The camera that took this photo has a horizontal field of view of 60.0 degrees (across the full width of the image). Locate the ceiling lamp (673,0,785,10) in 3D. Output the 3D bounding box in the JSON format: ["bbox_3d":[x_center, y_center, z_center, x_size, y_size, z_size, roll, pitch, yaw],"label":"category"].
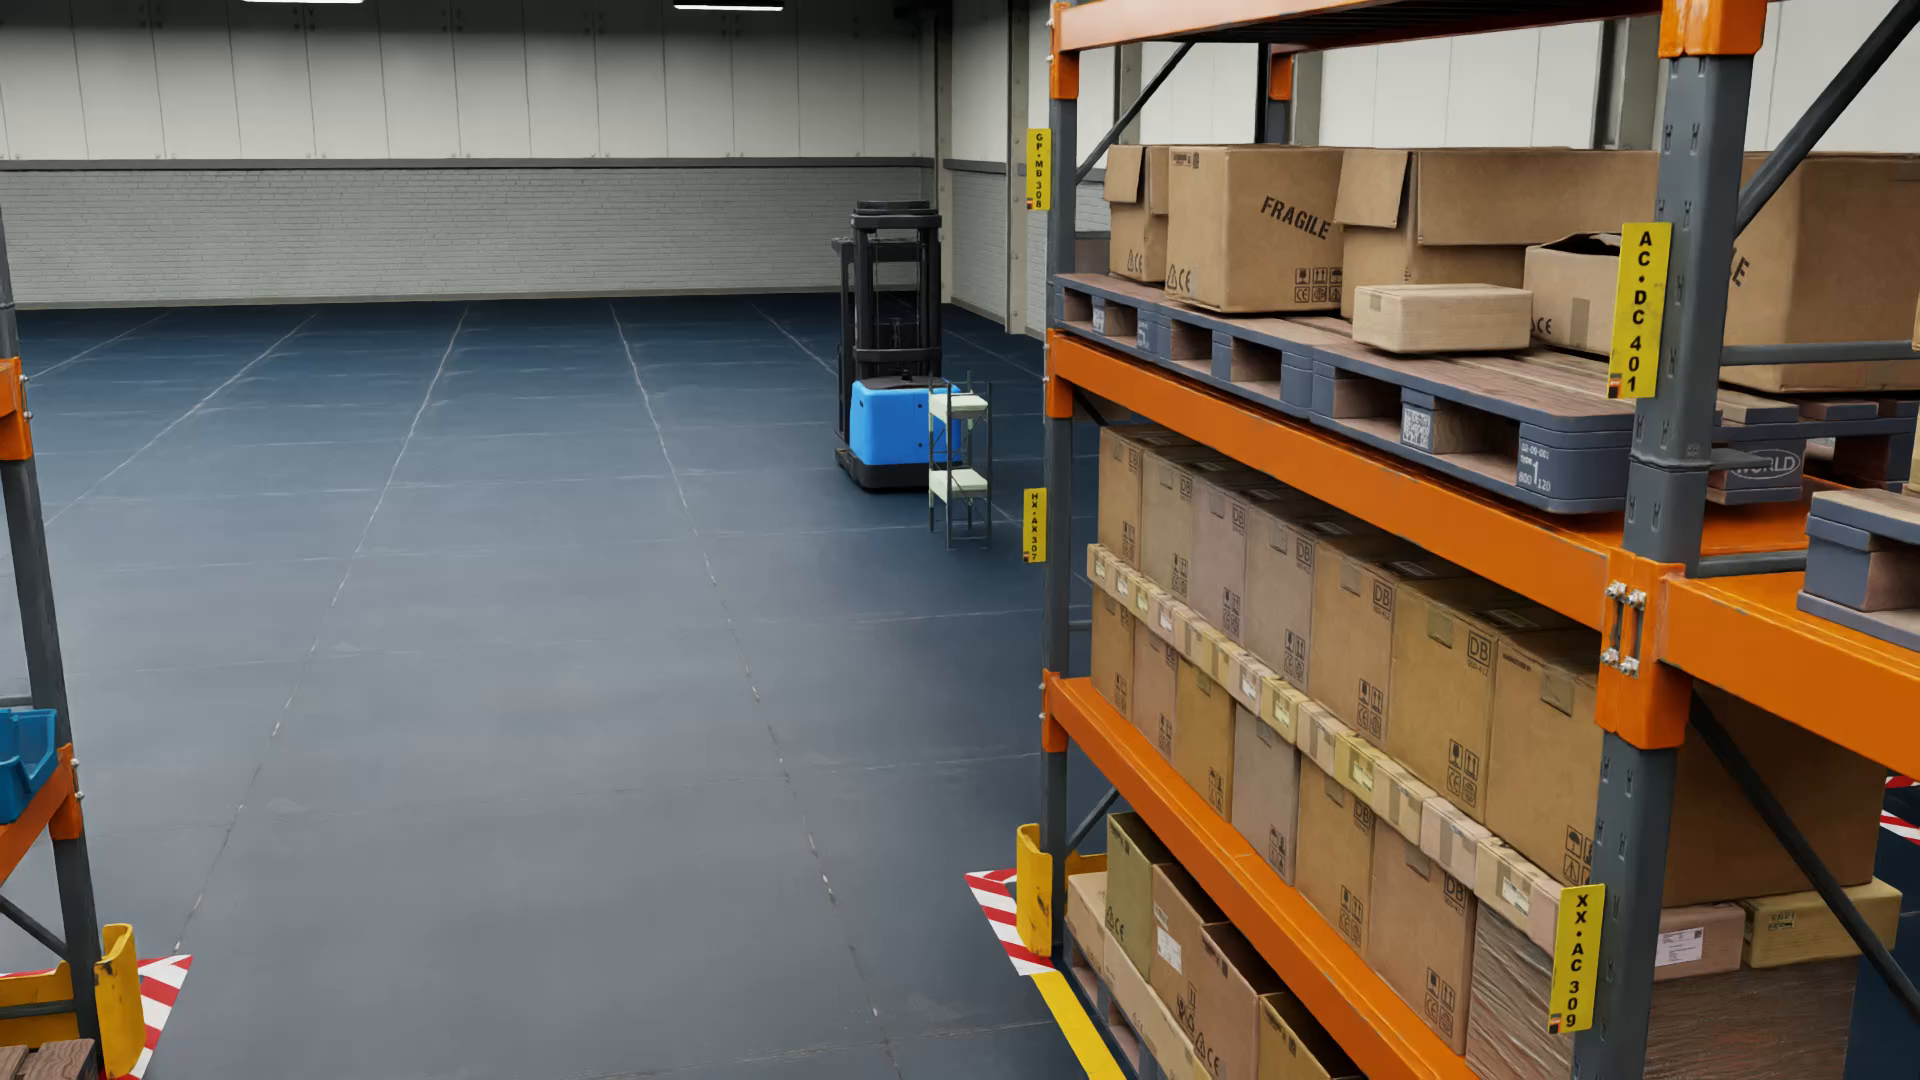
[{"bbox_3d":[-4.276,-11.300,30.243,2.000,3.185,0.800,-3,14,-13],"label":"ceiling lamp"}]

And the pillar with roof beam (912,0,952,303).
[{"bbox_3d":[-4.546,-9.393,34.734,9.100,9.000,0.548,-3,14,-13],"label":"pillar with roof beam"}]

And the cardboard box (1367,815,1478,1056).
[{"bbox_3d":[1.564,1.017,4.556,0.700,0.500,0.500,-3,14,-14],"label":"cardboard box"}]

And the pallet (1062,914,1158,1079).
[{"bbox_3d":[1.085,1.895,7.049,1.003,0.211,1.213,-3,14,-13],"label":"pallet"}]

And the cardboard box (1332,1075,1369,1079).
[{"bbox_3d":[1.377,1.846,4.704,0.500,0.500,0.500,-3,14,-13],"label":"cardboard box"}]

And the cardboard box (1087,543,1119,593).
[{"bbox_3d":[0.747,0.105,6.922,0.380,0.149,0.250,-3,14,-14],"label":"cardboard box"}]

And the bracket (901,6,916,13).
[{"bbox_3d":[-1.222,-11.867,37.280,0.076,0.066,3.189,-3,14,-13],"label":"bracket"}]

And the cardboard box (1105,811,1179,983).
[{"bbox_3d":[0.894,1.385,6.589,0.500,0.500,0.500,-3,14,-13],"label":"cardboard box"}]

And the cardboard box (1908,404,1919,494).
[{"bbox_3d":[1.939,-0.157,2.681,0.500,0.250,0.500,-2,14,-7],"label":"cardboard box"}]

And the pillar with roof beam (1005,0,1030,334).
[{"bbox_3d":[-3.137,-8.008,29.068,9.100,9.000,0.400,-3,14,-13],"label":"pillar with roof beam"}]

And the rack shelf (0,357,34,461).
[{"bbox_3d":[-3.481,-0.005,4.145,1.077,0.370,4.000,-3,14,-13],"label":"rack shelf"}]

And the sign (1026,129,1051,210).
[{"bbox_3d":[0.324,-1.524,6.840,0.100,0.325,0.005,-3,14,-13],"label":"sign"}]

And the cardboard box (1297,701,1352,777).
[{"bbox_3d":[1.235,0.582,4.972,0.380,0.149,0.250,-3,14,-12],"label":"cardboard box"}]

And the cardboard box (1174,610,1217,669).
[{"bbox_3d":[0.991,0.343,5.947,0.380,0.149,0.250,-4,14,-15],"label":"cardboard box"}]

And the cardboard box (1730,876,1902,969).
[{"bbox_3d":[1.929,0.853,3.862,0.380,0.149,0.250,-3,14,-13],"label":"cardboard box"}]

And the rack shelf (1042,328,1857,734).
[{"bbox_3d":[1.334,-0.280,5.271,1.077,0.370,4.000,-3,14,-13],"label":"rack shelf"}]

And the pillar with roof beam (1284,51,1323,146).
[{"bbox_3d":[-0.319,-5.240,17.737,9.100,9.000,0.400,-3,14,-13],"label":"pillar with roof beam"}]

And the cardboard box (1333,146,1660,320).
[{"bbox_3d":[1.540,-0.877,4.802,0.797,0.503,0.637,-2,14,-7],"label":"cardboard box"}]

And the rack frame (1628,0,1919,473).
[{"bbox_3d":[1.804,-1.625,2.941,1.000,3.000,0.127,-3,14,-13],"label":"rack frame"}]

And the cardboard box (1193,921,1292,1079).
[{"bbox_3d":[1.124,1.616,5.644,0.500,0.500,0.500,-3,14,-13],"label":"cardboard box"}]

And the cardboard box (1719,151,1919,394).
[{"bbox_3d":[1.942,-0.620,3.755,0.500,0.500,0.500,-2,14,-9],"label":"cardboard box"}]

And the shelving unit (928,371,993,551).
[{"bbox_3d":[-0.002,-0.730,15.078,0.431,1.500,0.755,-3,14,-13],"label":"shelving unit"}]

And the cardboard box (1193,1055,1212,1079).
[{"bbox_3d":[1.125,1.980,5.733,0.500,0.250,0.500,-3,14,-13],"label":"cardboard box"}]

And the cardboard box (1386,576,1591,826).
[{"bbox_3d":[1.574,0.392,4.382,0.700,0.500,0.500,-3,14,-13],"label":"cardboard box"}]

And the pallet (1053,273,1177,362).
[{"bbox_3d":[1.006,-0.883,6.411,1.003,0.211,1.213,-3,14,-13],"label":"pallet"}]

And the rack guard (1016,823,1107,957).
[{"bbox_3d":[0.859,1.575,7.750,1.175,0.500,0.348,-3,14,-13],"label":"rack guard"}]

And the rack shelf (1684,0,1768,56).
[{"bbox_3d":[2.274,-0.620,1.186,1.077,0.370,4.000,-3,14,-13],"label":"rack shelf"}]

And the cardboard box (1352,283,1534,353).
[{"bbox_3d":[1.255,-0.581,4.337,0.380,0.149,0.250,-3,14,-13],"label":"cardboard box"}]

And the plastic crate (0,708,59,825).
[{"bbox_3d":[-3.543,0.813,5.917,0.499,0.251,0.616,-3,14,-13],"label":"plastic crate"}]

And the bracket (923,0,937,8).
[{"bbox_3d":[-0.609,-11.266,34.816,0.235,0.232,0.430,-3,14,-13],"label":"bracket"}]

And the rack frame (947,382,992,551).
[{"bbox_3d":[0.084,-0.646,14.733,0.400,1.500,0.023,-3,14,-13],"label":"rack frame"}]

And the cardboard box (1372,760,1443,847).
[{"bbox_3d":[1.349,0.697,4.501,0.380,0.149,0.250,-3,14,-13],"label":"cardboard box"}]

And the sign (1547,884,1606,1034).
[{"bbox_3d":[1.265,0.861,3.413,0.100,0.325,0.005,-3,14,-13],"label":"sign"}]

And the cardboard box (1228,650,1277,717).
[{"bbox_3d":[1.108,0.460,5.470,0.380,0.149,0.250,-3,14,-13],"label":"cardboard box"}]

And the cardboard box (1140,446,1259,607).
[{"bbox_3d":[1.103,-0.071,6.275,0.700,0.500,0.500,-4,14,-15],"label":"cardboard box"}]

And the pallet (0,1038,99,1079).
[{"bbox_3d":[-3.702,2.199,5.805,1.003,0.211,1.213,-3,14,-13],"label":"pallet"}]

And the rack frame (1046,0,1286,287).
[{"bbox_3d":[0.865,-2.548,6.718,1.000,3.000,0.127,-3,14,-13],"label":"rack frame"}]

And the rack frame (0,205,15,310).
[{"bbox_3d":[-3.951,-2.273,5.592,1.000,3.000,0.127,-3,14,-13],"label":"rack frame"}]

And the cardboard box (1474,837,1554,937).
[{"bbox_3d":[1.476,0.817,4.006,0.380,0.149,0.250,-4,14,-14],"label":"cardboard box"}]

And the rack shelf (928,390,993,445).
[{"bbox_3d":[-0.002,-1.109,14.986,0.431,0.370,0.720,-3,14,-13],"label":"rack shelf"}]

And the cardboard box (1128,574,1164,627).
[{"bbox_3d":[0.869,0.224,6.437,0.380,0.149,0.250,-3,14,-13],"label":"cardboard box"}]

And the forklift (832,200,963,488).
[{"bbox_3d":[-0.798,-2.264,18.343,1.130,2.935,3.031,-3,14,-12],"label":"forklift"}]

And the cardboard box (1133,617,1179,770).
[{"bbox_3d":[1.090,0.547,6.480,0.700,0.500,0.500,-3,14,-12],"label":"cardboard box"}]

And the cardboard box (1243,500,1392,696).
[{"bbox_3d":[1.340,0.161,5.327,0.700,0.500,0.500,-3,14,-13],"label":"cardboard box"}]

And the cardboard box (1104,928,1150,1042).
[{"bbox_3d":[0.895,1.749,6.678,0.500,0.250,0.500,-3,14,-13],"label":"cardboard box"}]

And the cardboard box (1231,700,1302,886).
[{"bbox_3d":[1.328,0.783,5.514,0.700,0.500,0.500,-3,14,-11],"label":"cardboard box"}]
